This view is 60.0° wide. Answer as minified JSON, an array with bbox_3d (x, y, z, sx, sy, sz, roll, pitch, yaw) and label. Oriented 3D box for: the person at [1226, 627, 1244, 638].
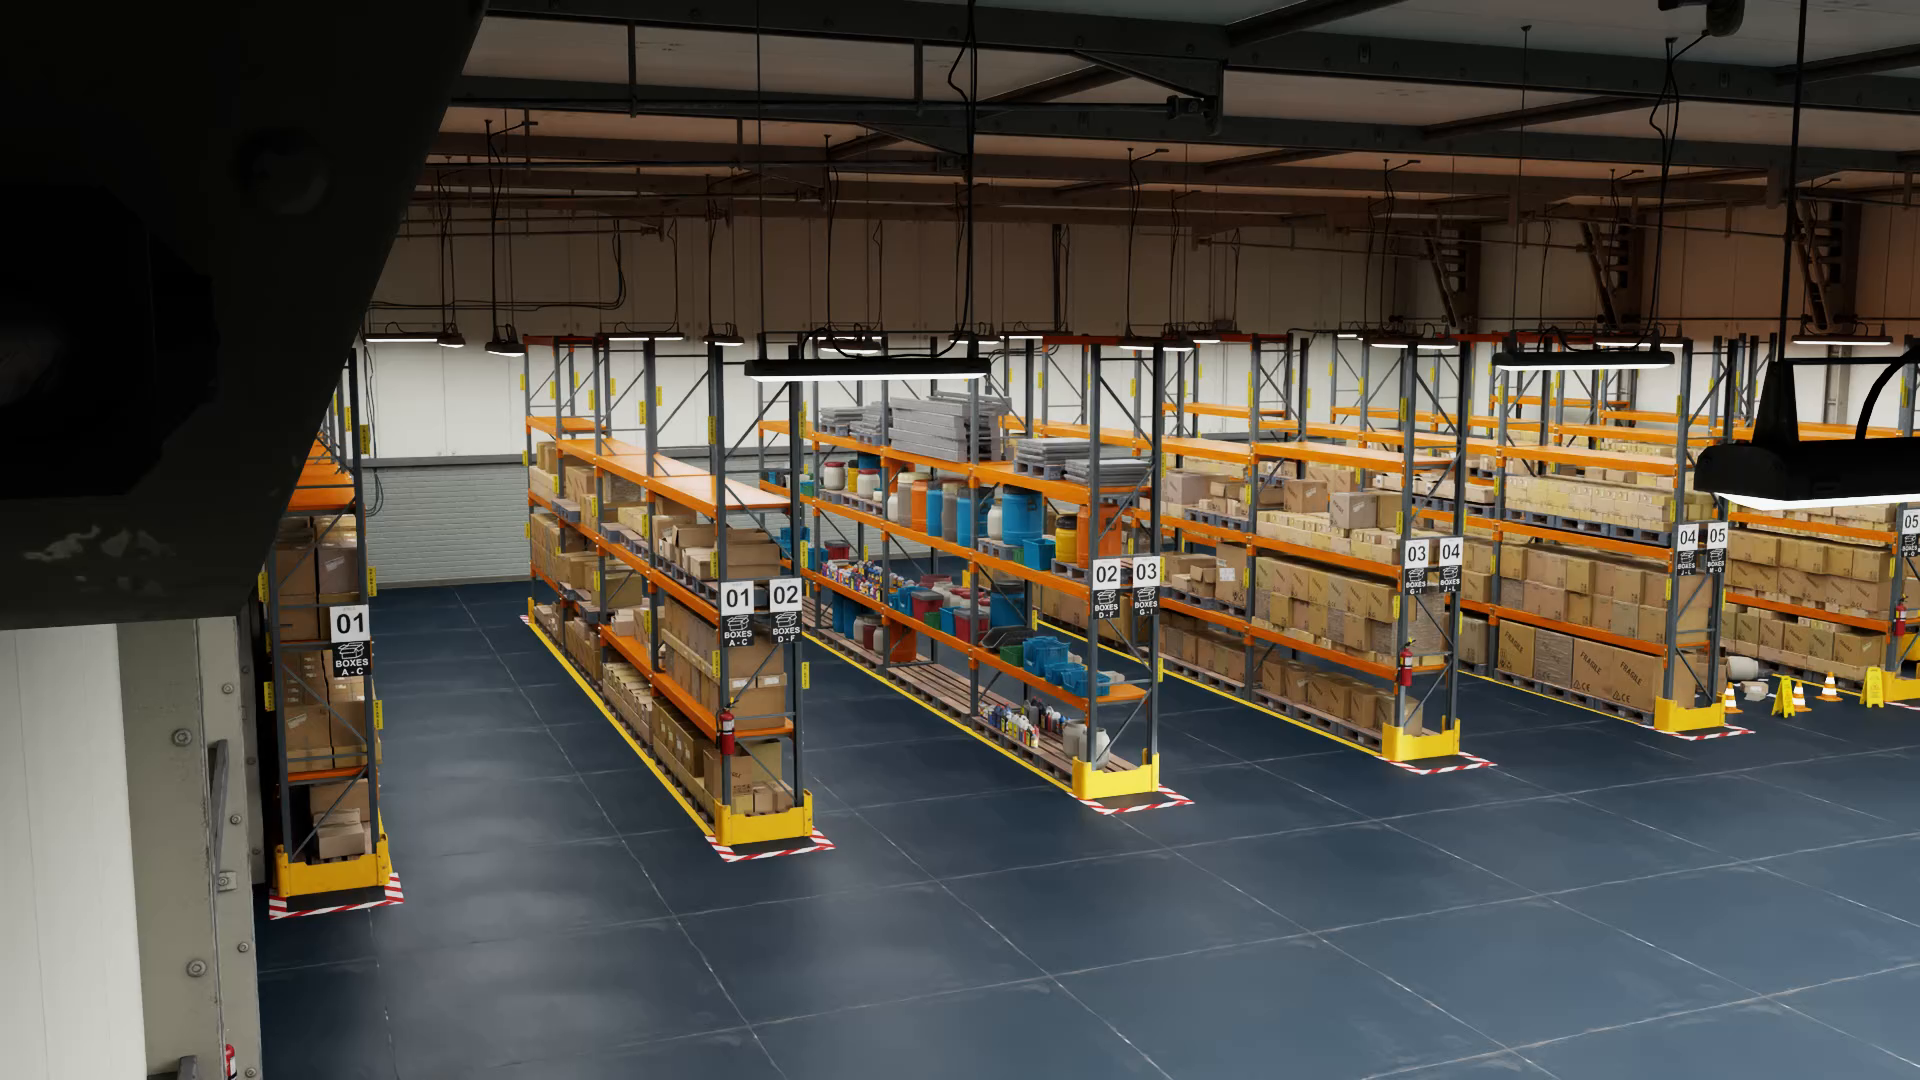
[{"bbox_3d":[5.270,1.290,31.838,0.493,1.656,0.495,-2,8,-12],"label":"person"}]
